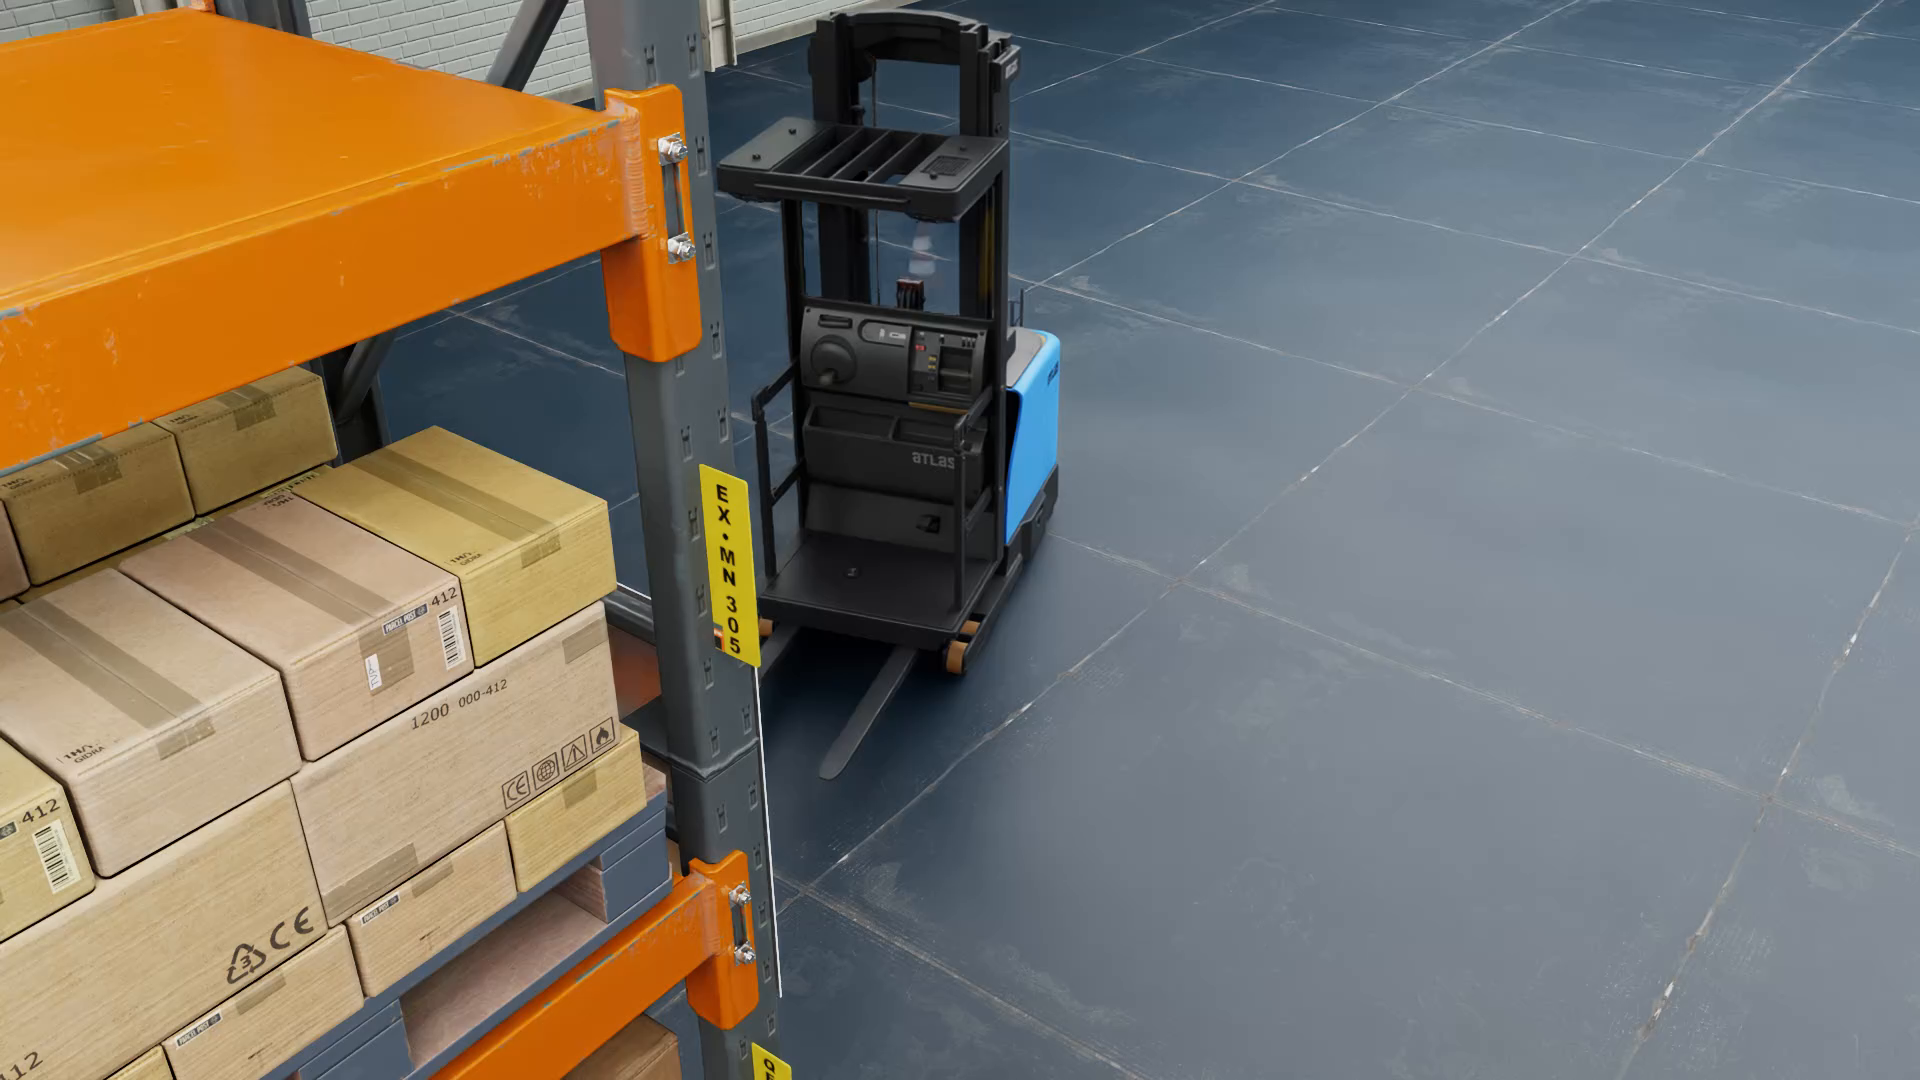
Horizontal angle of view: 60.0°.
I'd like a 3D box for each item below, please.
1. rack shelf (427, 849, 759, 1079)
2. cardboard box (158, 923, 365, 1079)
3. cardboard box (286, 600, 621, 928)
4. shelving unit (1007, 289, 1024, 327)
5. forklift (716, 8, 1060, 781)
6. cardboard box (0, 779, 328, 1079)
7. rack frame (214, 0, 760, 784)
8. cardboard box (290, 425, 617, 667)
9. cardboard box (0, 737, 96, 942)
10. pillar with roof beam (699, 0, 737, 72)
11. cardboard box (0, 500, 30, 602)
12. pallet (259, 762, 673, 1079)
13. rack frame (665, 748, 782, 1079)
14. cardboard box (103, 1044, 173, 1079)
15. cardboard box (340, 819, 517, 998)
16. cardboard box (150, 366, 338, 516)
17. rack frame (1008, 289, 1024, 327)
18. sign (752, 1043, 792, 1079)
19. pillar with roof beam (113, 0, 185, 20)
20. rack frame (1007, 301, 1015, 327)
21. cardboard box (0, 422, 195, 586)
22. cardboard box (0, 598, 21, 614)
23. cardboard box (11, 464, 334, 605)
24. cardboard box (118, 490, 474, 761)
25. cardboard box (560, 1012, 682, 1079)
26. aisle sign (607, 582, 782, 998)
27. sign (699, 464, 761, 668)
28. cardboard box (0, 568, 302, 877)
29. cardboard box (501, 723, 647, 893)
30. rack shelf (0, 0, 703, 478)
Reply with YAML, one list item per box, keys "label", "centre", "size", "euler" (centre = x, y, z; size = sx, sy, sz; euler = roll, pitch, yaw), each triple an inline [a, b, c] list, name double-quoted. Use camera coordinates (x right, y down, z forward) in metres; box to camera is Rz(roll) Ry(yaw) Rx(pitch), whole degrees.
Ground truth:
- label: "rack shelf"
  centre: [-1.979, 1.338, 1.813]
  size: [1.077, 0.370, 4.000]
  euler: [21, 37, 31]
- label: "cardboard box"
  centre: [-1.010, 0.546, 2.180]
  size: [0.380, 0.149, 0.250]
  euler: [22, 37, 32]
- label: "cardboard box"
  centre: [-0.845, 0.214, 2.351]
  size: [0.500, 0.250, 0.500]
  euler: [22, 37, 32]
- label: "shelving unit"
  centre: [0.213, -0.853, 9.513]
  size: [0.258, 1.200, 0.189]
  euler: [10, 32, 16]
- label: "forklift"
  centre: [-0.388, -0.832, 7.779]
  size: [1.130, 2.935, 3.031]
  euler: [10, 32, 16]
- label: "cardboard box"
  centre: [-1.147, 0.417, 2.008]
  size: [0.500, 0.250, 0.500]
  euler: [21, 37, 31]
- label: "rack frame"
  centre: [-0.772, -1.075, 2.237]
  size: [1.000, 3.000, 0.127]
  euler: [21, 37, 31]
- label: "cardboard box"
  centre: [-0.705, -0.001, 2.322]
  size: [0.380, 0.149, 0.250]
  euler: [22, 37, 32]
- label: "cardboard box"
  centre: [-1.166, 0.310, 1.798]
  size: [0.380, 0.149, 0.250]
  euler: [22, 37, 32]
- label: "pillar with roof beam"
  centre: [0.798, -7.630, 13.298]
  size: [9.100, 9.000, 0.400]
  euler: [21, 37, 31]
- label: "cardboard box"
  centre: [-1.533, 0.001, 2.319]
  size: [0.380, 0.149, 0.250]
  euler: [21, 36, 31]
- label: "pallet"
  centre: [-1.211, 0.559, 2.510]
  size: [1.003, 0.211, 1.213]
  euler: [21, 37, 31]
- label: "rack frame"
  centre: [-0.772, 1.506, 3.766]
  size: [1.000, 3.000, 0.127]
  euler: [21, 37, 31]
- label: "cardboard box"
  centre: [-1.163, 0.649, 2.007]
  size: [0.380, 0.149, 0.250]
  euler: [21, 37, 32]
- label: "cardboard box"
  centre: [-0.855, 0.442, 2.357]
  size: [0.380, 0.149, 0.250]
  euler: [21, 37, 32]
- label: "cardboard box"
  centre: [-1.227, -0.205, 2.666]
  size: [0.380, 0.149, 0.250]
  euler: [22, 37, 32]
- label: "rack frame"
  centre: [0.242, -0.897, 9.587]
  size: [0.240, 1.200, 0.006]
  euler: [10, 32, 16]
- label: "sign"
  centre: [-0.348, 1.079, 3.119]
  size: [0.100, 0.325, 0.005]
  euler: [21, 37, 31]
- label: "pillar with roof beam"
  centre: [-2.824, -5.191, 9.183]
  size: [9.100, 9.000, 0.400]
  euler: [21, 37, 31]
- label: "rack frame"
  centre: [0.184, -0.809, 9.438]
  size: [0.240, 1.200, 0.006]
  euler: [10, 32, 16]
- label: "cardboard box"
  centre: [-1.379, -0.104, 2.495]
  size: [0.380, 0.149, 0.250]
  euler: [21, 37, 32]
- label: "cardboard box"
  centre: [-1.573, 0.253, 2.285]
  size: [0.500, 0.250, 0.500]
  euler: [21, 36, 31]
- label: "cardboard box"
  centre: [-1.268, 0.046, 2.634]
  size: [0.500, 0.250, 0.500]
  euler: [21, 37, 31]
- label: "cardboard box"
  centre: [-0.857, 0.100, 2.152]
  size: [0.380, 0.149, 0.250]
  euler: [21, 37, 32]
- label: "cardboard box"
  centre: [-1.027, 1.116, 3.218]
  size: [0.875, 0.550, 0.550]
  euler: [21, 37, 31]
- label: "aisle sign"
  centre: [-0.490, 0.451, 2.996]
  size: [0.394, 0.787, 0.004]
  euler: [21, 37, 31]
- label: "sign"
  centre: [-0.348, 0.042, 2.505]
  size: [0.100, 0.325, 0.005]
  euler: [21, 37, 31]
- label: "cardboard box"
  centre: [-1.011, 0.204, 1.976]
  size: [0.380, 0.149, 0.250]
  euler: [22, 37, 32]
- label: "cardboard box"
  centre: [-0.702, 0.340, 2.529]
  size: [0.380, 0.149, 0.250]
  euler: [21, 37, 31]
- label: "rack shelf"
  centre: [-1.979, 0.220, 1.150]
  size: [1.077, 0.370, 4.000]
  euler: [21, 37, 31]
